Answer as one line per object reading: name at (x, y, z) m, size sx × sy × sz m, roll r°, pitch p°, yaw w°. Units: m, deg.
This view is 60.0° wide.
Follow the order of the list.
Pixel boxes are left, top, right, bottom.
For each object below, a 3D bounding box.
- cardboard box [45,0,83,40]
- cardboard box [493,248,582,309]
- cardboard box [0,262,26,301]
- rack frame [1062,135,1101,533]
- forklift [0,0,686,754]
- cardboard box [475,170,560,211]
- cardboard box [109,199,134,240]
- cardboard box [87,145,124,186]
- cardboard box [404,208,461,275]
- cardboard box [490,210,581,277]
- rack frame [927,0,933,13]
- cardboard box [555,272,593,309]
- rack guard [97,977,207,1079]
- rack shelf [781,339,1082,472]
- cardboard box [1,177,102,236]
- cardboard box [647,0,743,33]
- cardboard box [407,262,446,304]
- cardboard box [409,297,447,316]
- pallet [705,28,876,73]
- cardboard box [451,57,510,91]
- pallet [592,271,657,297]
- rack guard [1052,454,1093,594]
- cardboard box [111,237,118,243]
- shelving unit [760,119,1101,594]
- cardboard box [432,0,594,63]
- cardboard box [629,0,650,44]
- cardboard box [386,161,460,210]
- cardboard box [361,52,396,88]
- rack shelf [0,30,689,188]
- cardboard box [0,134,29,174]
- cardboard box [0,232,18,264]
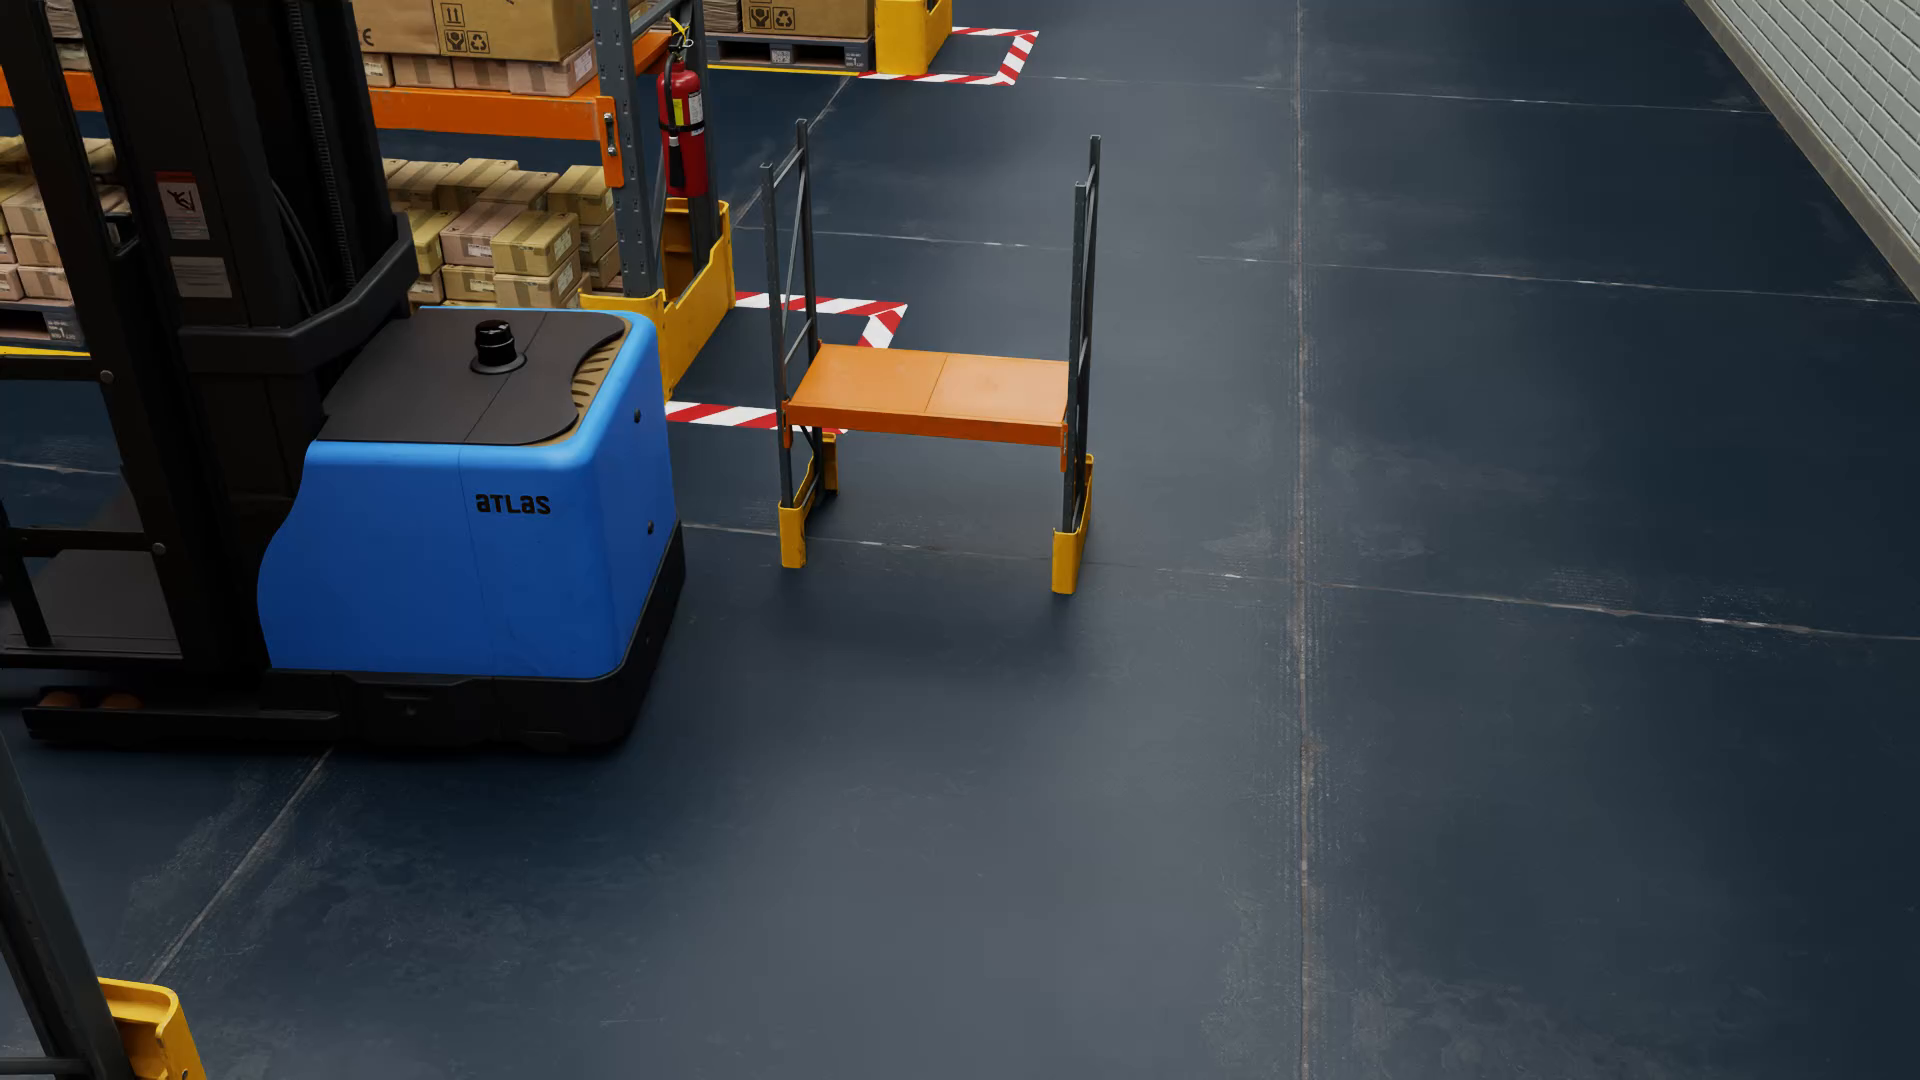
cardboard box at (-3.791, -2.399, 6.880) m, size 0.500 × 0.500 × 0.500 m, roll 5°, pitch 32°, yaw 7°
cardboard box at (-1.841, -1.147, 7.266) m, size 0.250 × 0.149 × 0.380 m, roll 4°, pitch 32°, yaw 7°
cardboard box at (-4.395, -1.261, 7.728) m, size 0.250 × 0.149 × 0.380 m, roll 5°, pitch 32°, yaw 8°
rack frame at (0.417, -0.598, 5.792) m, size 0.032 × 1.500 × 0.500 m, roll 5°, pitch 32°, yaw 8°
forklift at (-2.509, -0.873, 4.883) m, size 3.031 × 2.935 × 1.130 m, roll 2°, pitch 32°, yaw 3°
cardboard box at (-2.024, -1.561, 7.647) m, size 0.250 × 0.149 × 0.380 m, roll 6°, pitch 33°, yaw 9°
cardboard box at (-3.611, -1.483, 7.522) m, size 0.250 × 0.149 × 0.380 m, roll 4°, pitch 32°, yaw 6°
cardboard box at (-4.073, -1.752, 7.952) m, size 0.250 × 0.149 × 0.380 m, roll 6°, pitch 33°, yaw 10°
cardboard box at (-2.352, -1.299, 7.228) m, size 0.250 × 0.149 × 0.380 m, roll 4°, pitch 32°, yaw 7°
cardboard box at (-1.837, -1.290, 7.214) m, size 0.250 × 0.149 × 0.380 m, roll 6°, pitch 32°, yaw 9°
rack frame at (-0.339, -4.738, 10.993) m, size 0.127 × 3.000 × 1.000 m, roll 5°, pitch 32°, yaw 8°
cardboard box at (-1.827, -1.061, 7.409) m, size 0.250 × 0.149 × 0.380 m, roll 6°, pitch 32°, yaw 9°
rack guard at (-1.982, 1.506, 3.372) m, size 0.348 × 0.500 × 1.175 m, roll 5°, pitch 32°, yaw 8°
rack shelf at (-0.084, -0.491, 5.960) m, size 1.000 × 0.185 × 0.538 m, roll 5°, pitch 32°, yaw 8°
cardboard box at (-4.131, -1.529, 7.596) m, size 0.250 × 0.149 × 0.380 m, roll 4°, pitch 32°, yaw 7°
cardboard box at (-1.880, -4.112, 11.599) m, size 0.875 × 0.875 × 0.875 m, roll 5°, pitch 32°, yaw 8°
cardboard box at (-2.354, -1.192, 7.338) m, size 0.250 × 0.149 × 0.380 m, roll 4°, pitch 32°, yaw 6°
cardboard box at (-2.343, -1.099, 7.470) m, size 0.250 × 0.149 × 0.380 m, roll 5°, pitch 32°, yaw 8°
pallet at (-1.140, -3.587, 11.781) m, size 1.213 × 0.211 × 1.003 m, roll 5°, pitch 32°, yaw 8°
cardboard box at (-1.881, -1.970, 6.807) m, size 0.250 × 0.149 × 0.380 m, roll 5°, pitch 32°, yaw 8°
pallet at (-2.143, -1.069, 7.759) m, size 1.213 × 0.211 × 1.003 m, roll 5°, pitch 32°, yaw 8°
rack guard at (0.416, -0.068, 6.124) m, size 0.087 × 0.250 × 0.587 m, roll 5°, pitch 32°, yaw 8°
cardboard box at (-3.869, -1.365, 7.615) m, size 0.250 × 0.149 × 0.380 m, roll 7°, pitch 33°, yaw 10°
shelving unit at (-0.075, -0.643, 5.863) m, size 1.083 × 1.500 × 0.587 m, roll 5°, pitch 32°, yaw 8°
cardboard box at (-1.759, -2.227, 6.606) m, size 0.500 × 0.500 × 0.500 m, roll 6°, pitch 33°, yaw 9°
cardboard box at (-1.537, -2.247, 7.250) m, size 0.250 × 0.149 × 0.380 m, roll 5°, pitch 32°, yaw 8°
cardboard box at (-2.509, -1.629, 7.757) m, size 0.250 × 0.149 × 0.380 m, roll 4°, pitch 32°, yaw 6°
cardboard box at (-2.386, -1.995, 6.847) m, size 0.250 × 0.149 × 0.380 m, roll 6°, pitch 33°, yaw 10°
rack shelf at (-3.244, -2.027, 7.339) m, size 4.000 × 0.370 × 1.077 m, roll 5°, pitch 32°, yaw 8°
cardboard box at (-4.563, -1.834, 8.084) m, size 0.250 × 0.149 × 0.380 m, roll 6°, pitch 32°, yaw 9°
cardboard box at (-4.402, -1.428, 7.714) m, size 0.250 × 0.149 × 0.380 m, roll 5°, pitch 32°, yaw 8°
